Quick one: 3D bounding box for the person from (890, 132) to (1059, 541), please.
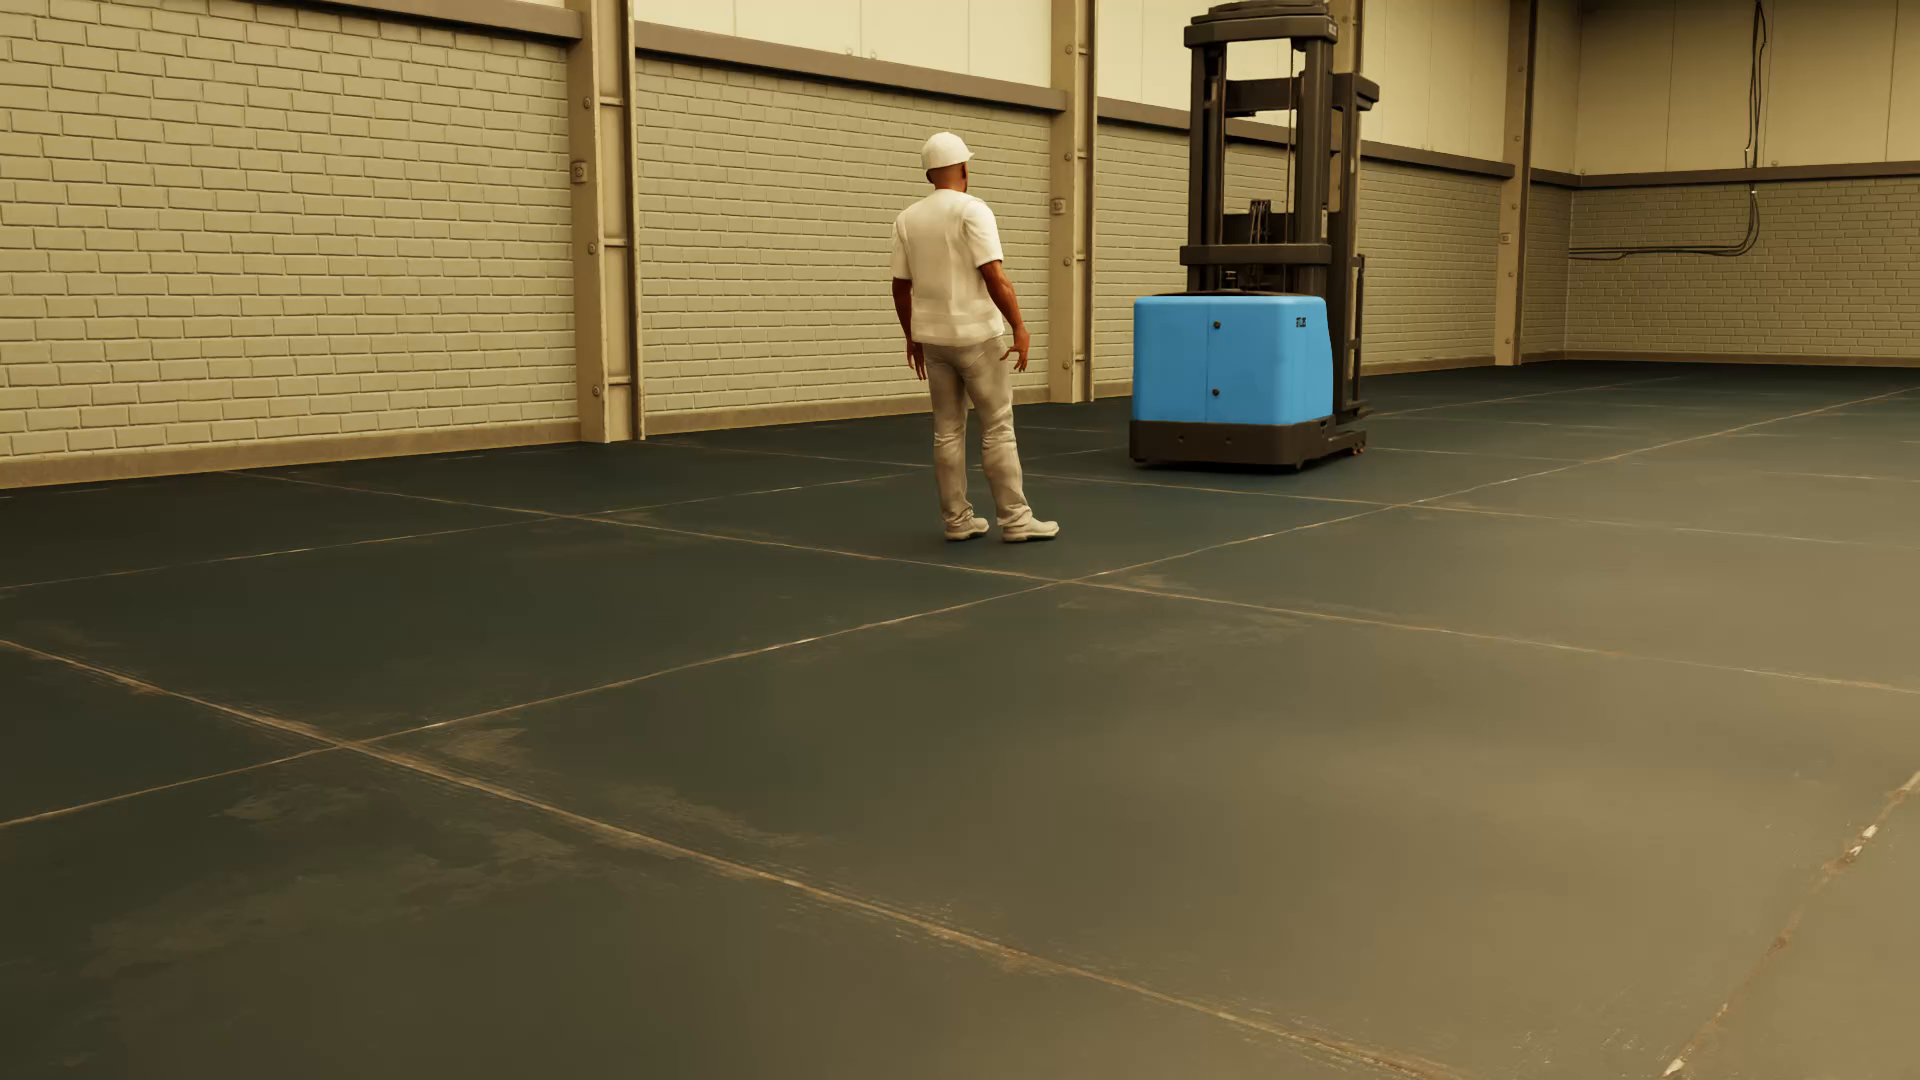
[{"bbox_3d":[0.048,-0.888,7.325,0.665,1.765,0.577,7,11,38],"label":"person"}]

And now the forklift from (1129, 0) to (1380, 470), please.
[{"bbox_3d":[2.176,-2.052,11.306,1.130,2.935,3.031,4,9,26],"label":"forklift"}]
